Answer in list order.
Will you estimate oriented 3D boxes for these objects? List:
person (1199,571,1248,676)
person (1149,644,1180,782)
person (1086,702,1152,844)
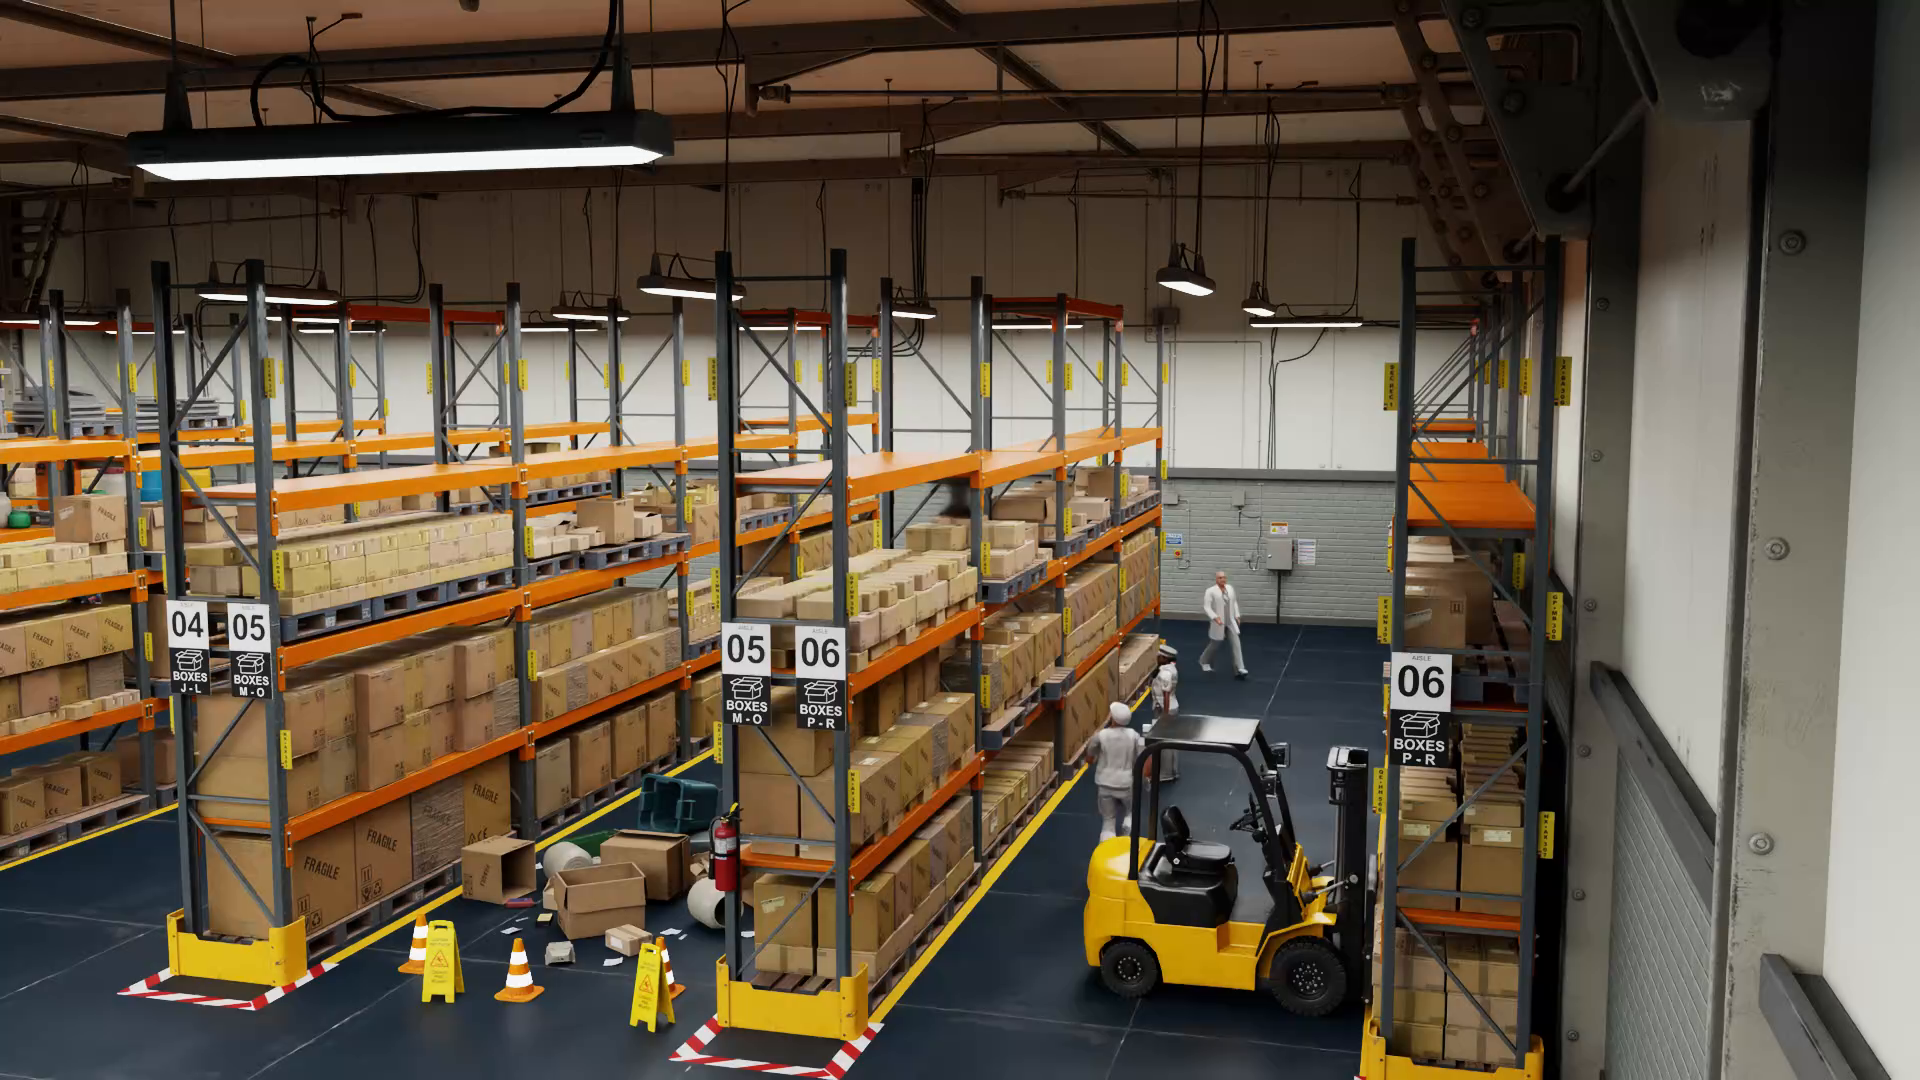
[{"bbox_3d":[4.374,1.377,27.644,0.710,1.741,1.066,-3,7,-29],"label":"person"},{"bbox_3d":[2.550,2.142,20.695,0.360,1.690,0.537,2,6,21],"label":"person"},{"bbox_3d":[1.653,2.510,17.097,0.741,1.726,0.602,2,6,21],"label":"person"}]
